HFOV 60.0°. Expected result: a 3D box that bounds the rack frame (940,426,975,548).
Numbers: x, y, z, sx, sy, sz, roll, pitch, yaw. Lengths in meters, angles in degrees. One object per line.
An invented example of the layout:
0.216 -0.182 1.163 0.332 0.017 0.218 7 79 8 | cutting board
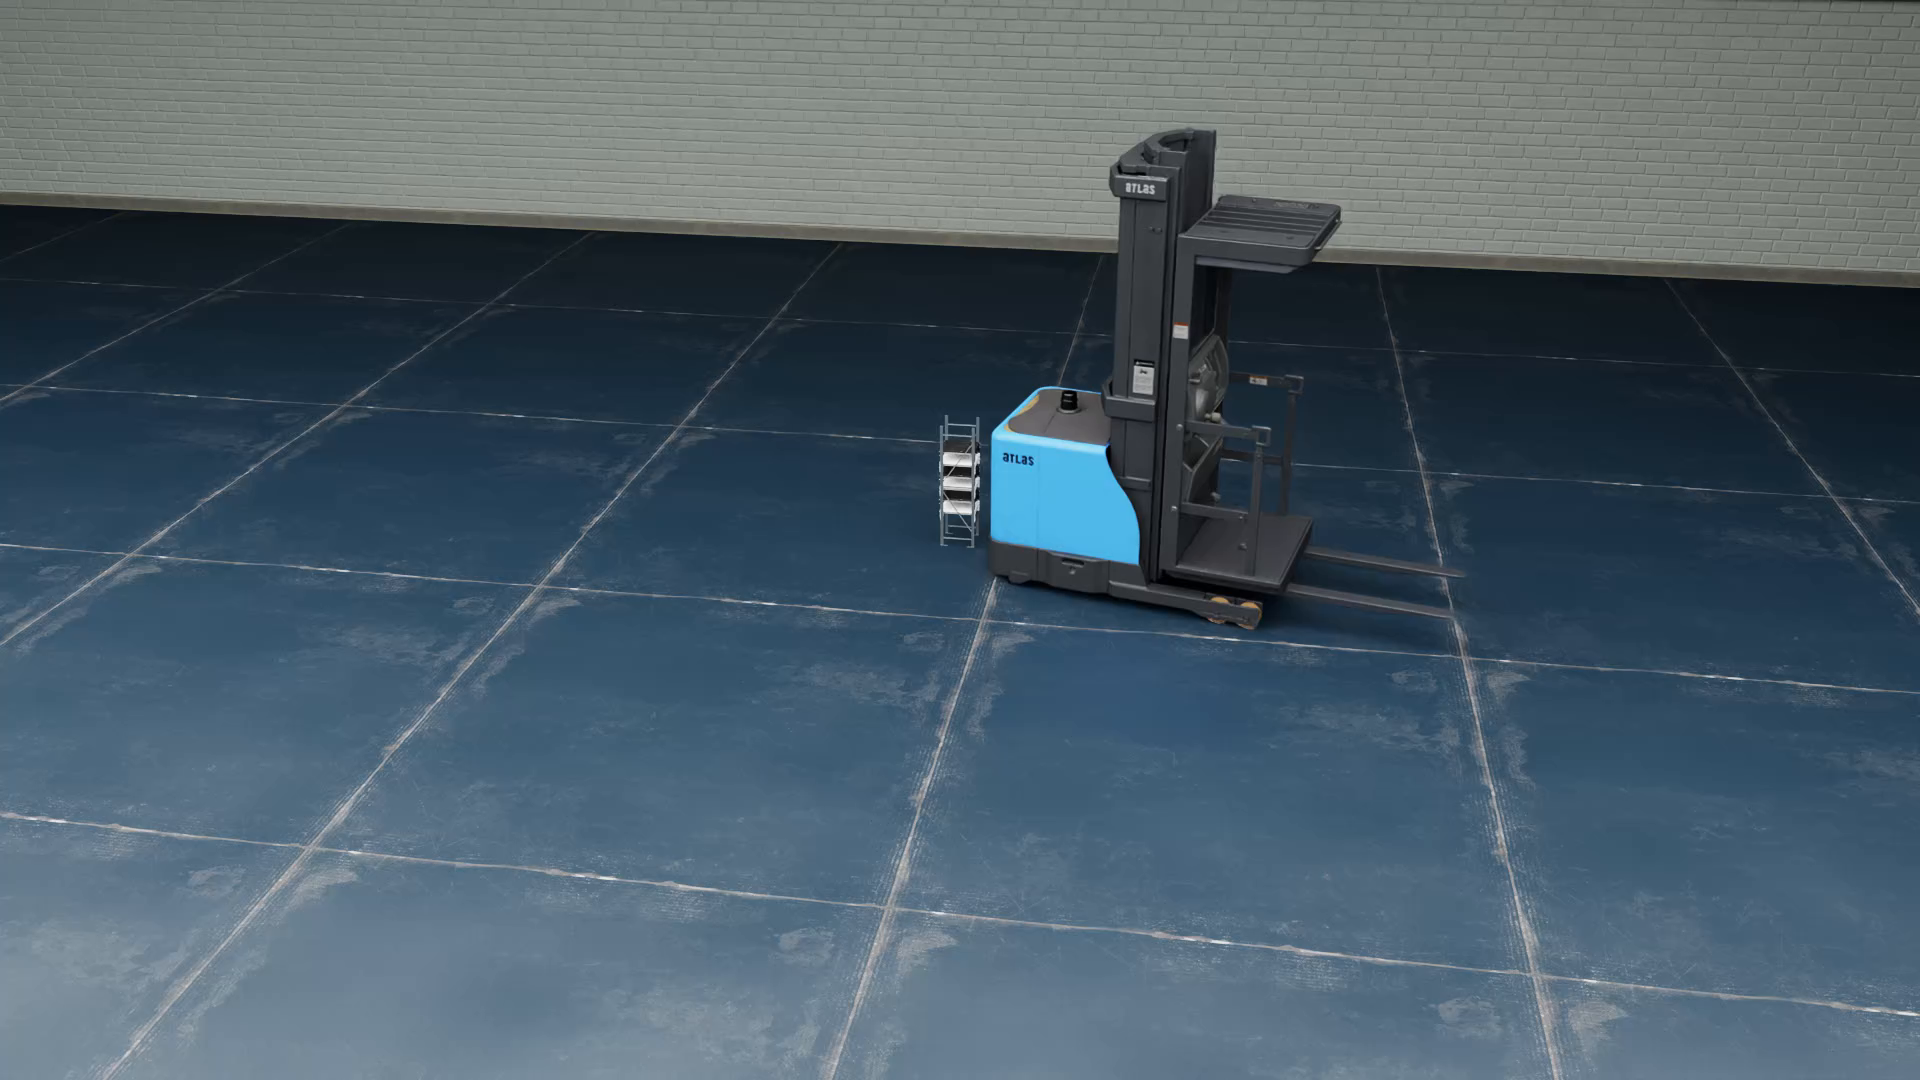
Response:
-0.018 -0.362 11.505 0.240 0.900 0.006 4 25 9 | rack frame

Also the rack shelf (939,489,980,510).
-0.001 -0.292 11.648 0.258 0.077 0.200 4 25 9 | rack shelf

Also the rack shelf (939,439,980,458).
-0.001 -0.619 11.496 0.258 0.077 0.200 4 25 9 | rack shelf

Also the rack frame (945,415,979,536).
0.015 -0.447 11.687 0.240 0.900 0.006 4 25 9 | rack frame

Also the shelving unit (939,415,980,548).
-0.001 -0.404 11.596 0.258 0.900 0.210 4 25 9 | shelving unit

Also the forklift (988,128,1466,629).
1.759 -1.017 10.510 3.031 2.935 1.130 10 27 20 | forklift

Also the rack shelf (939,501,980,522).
-0.001 -0.211 11.687 0.258 0.077 0.200 4 25 9 | rack shelf

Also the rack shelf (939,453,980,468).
-0.001 -0.537 11.534 0.258 0.077 0.200 4 25 9 | rack shelf

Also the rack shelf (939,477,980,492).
-0.001 -0.374 11.610 0.258 0.077 0.200 4 25 9 | rack shelf

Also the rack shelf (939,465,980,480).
-0.001 -0.455 11.572 0.258 0.077 0.200 4 25 9 | rack shelf
